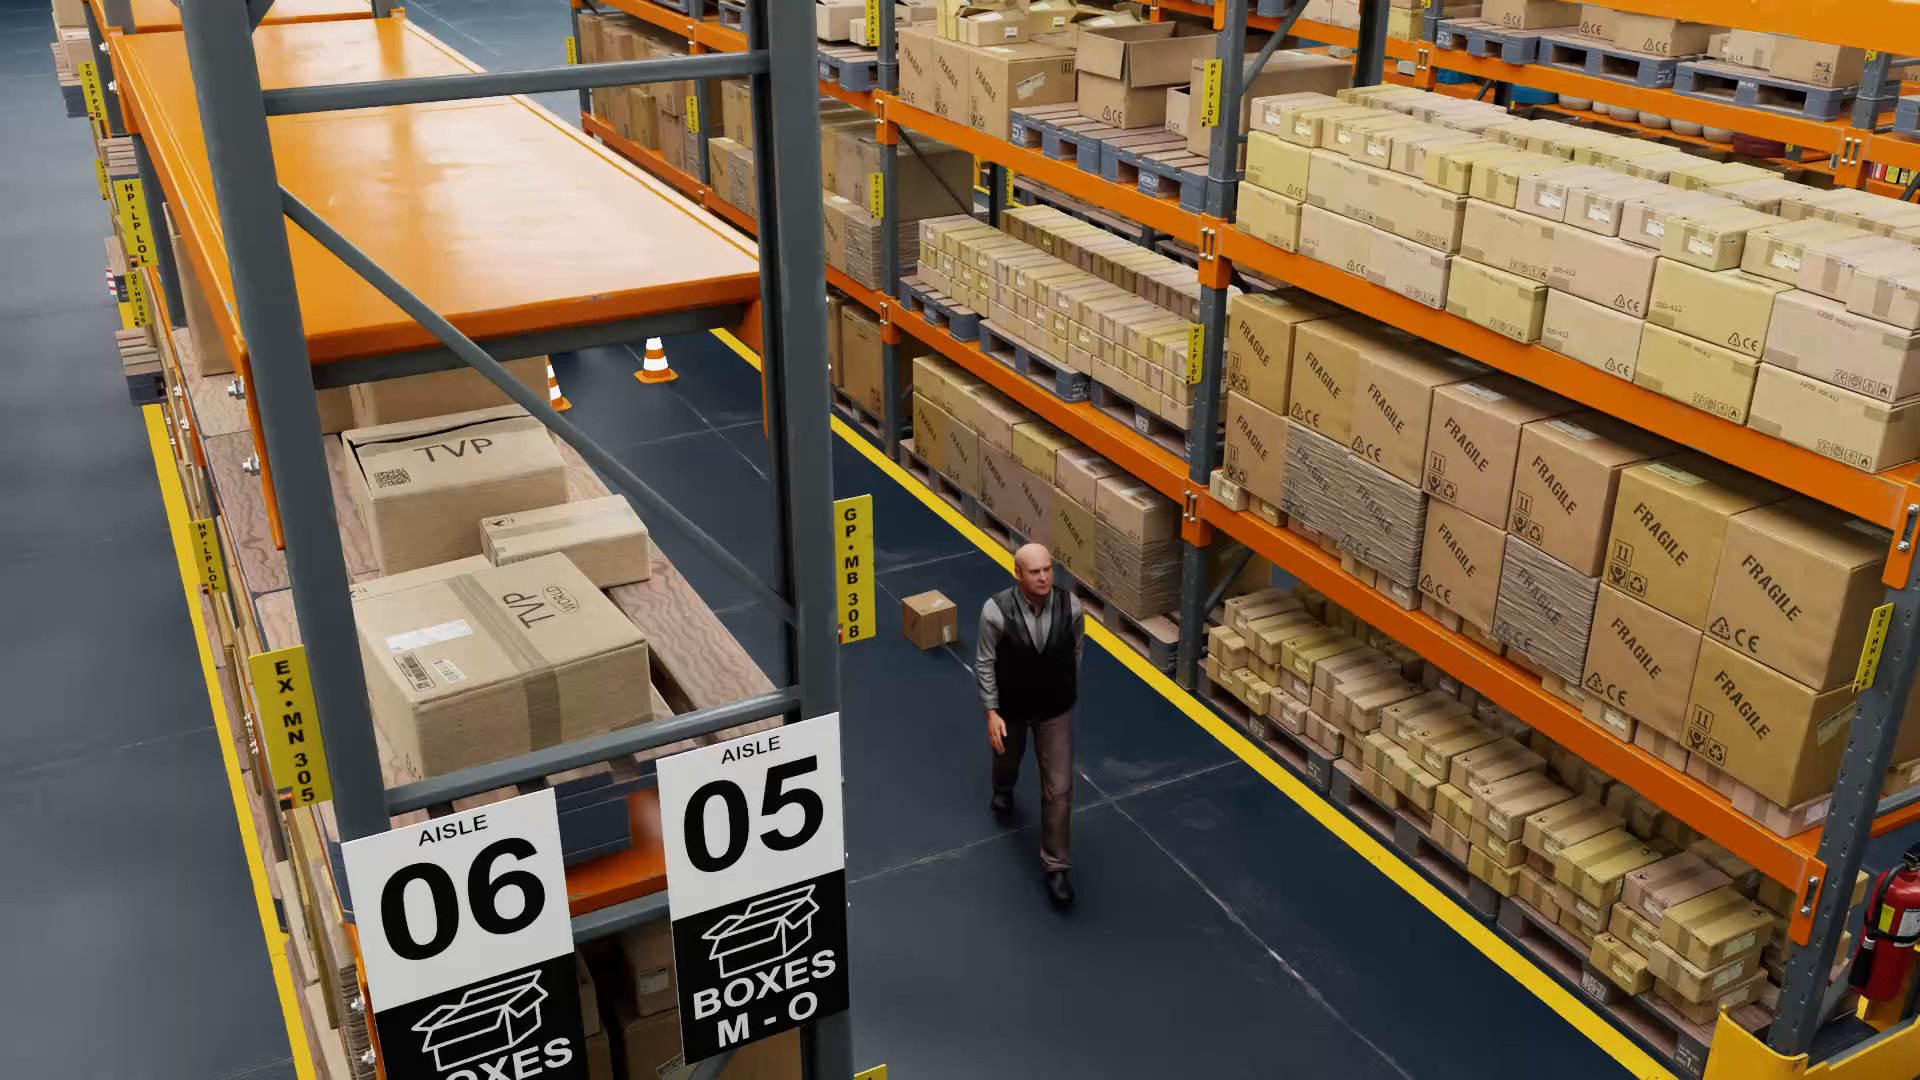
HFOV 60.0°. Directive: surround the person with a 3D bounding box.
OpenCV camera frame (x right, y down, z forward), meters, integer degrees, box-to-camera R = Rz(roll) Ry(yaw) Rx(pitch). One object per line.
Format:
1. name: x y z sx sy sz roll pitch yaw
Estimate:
1. person: 0.338 0.804 7.975 0.544 1.673 1.051 -2 25 -5
